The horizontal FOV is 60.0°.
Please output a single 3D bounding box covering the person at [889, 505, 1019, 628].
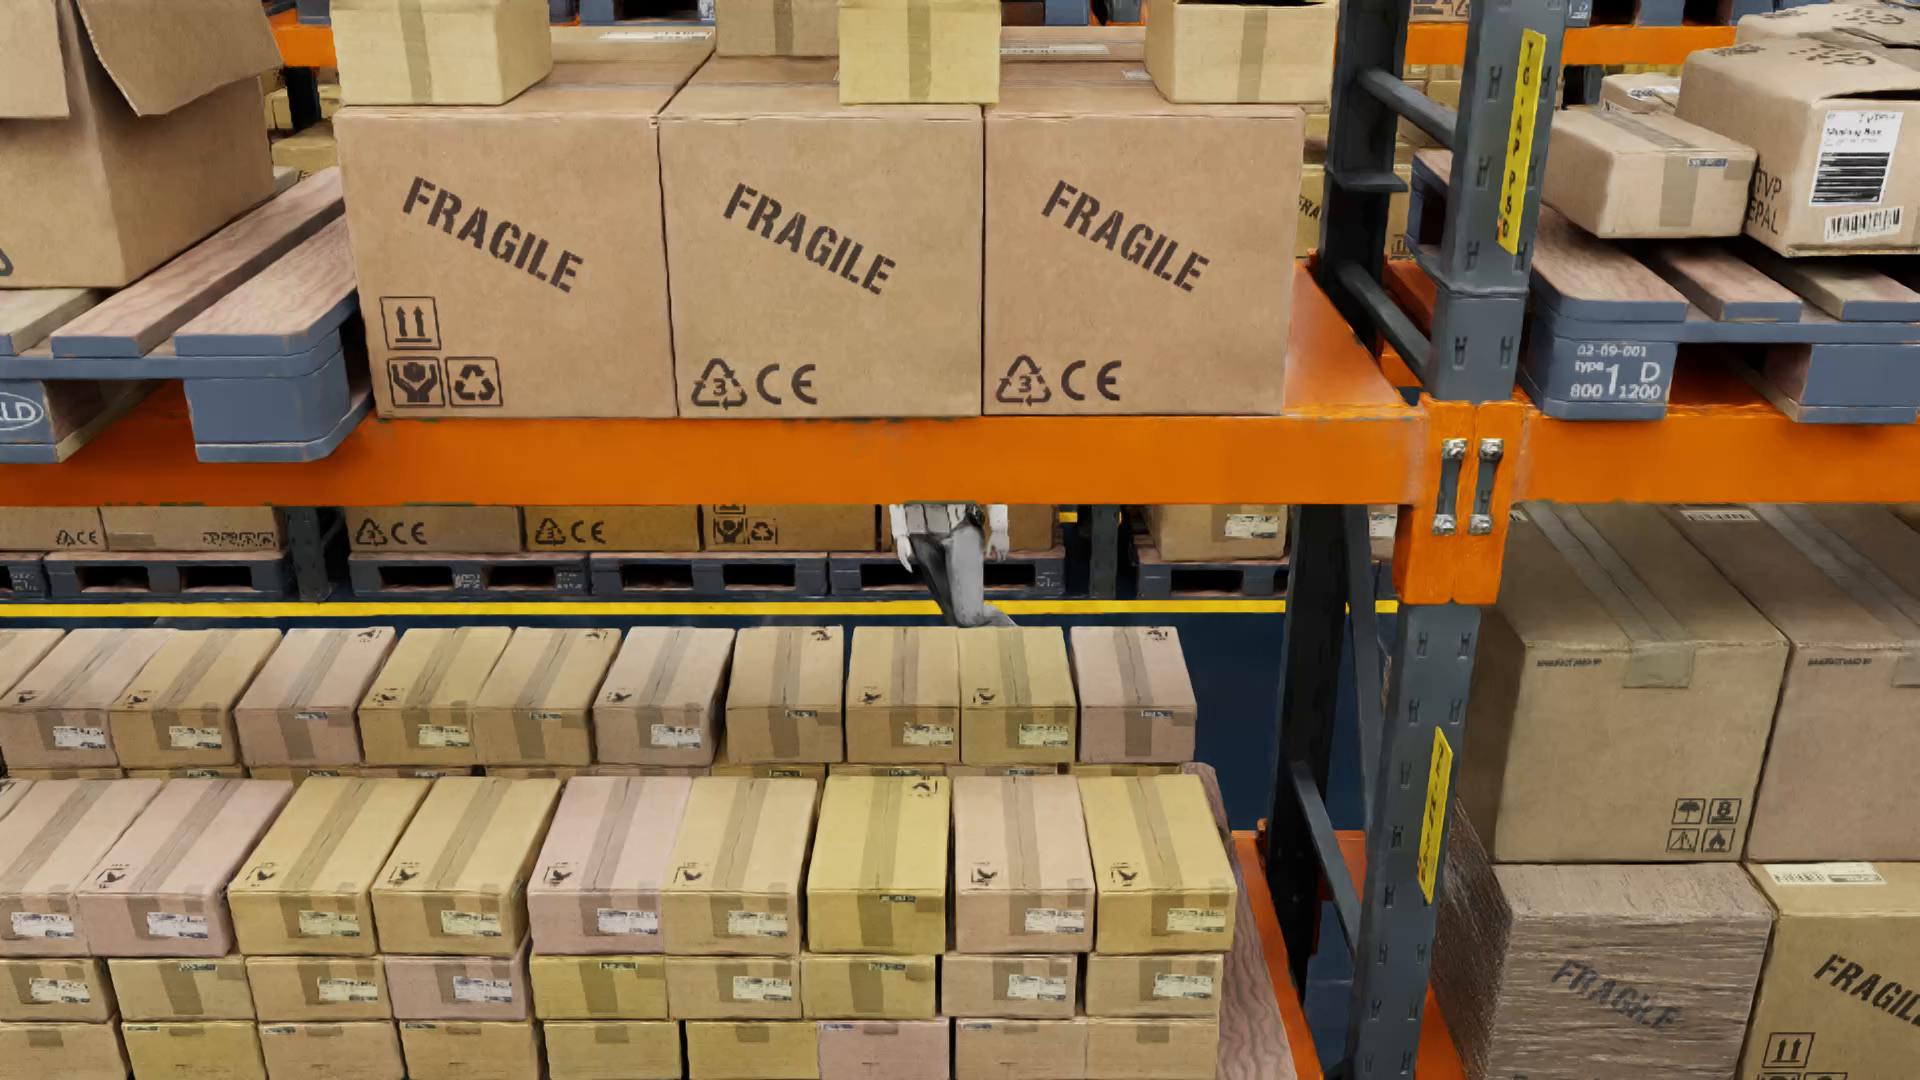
[{"bbox_3d":[-0.027,-0.042,7.189,0.625,1.625,0.488,14,28,29],"label":"person"}]
